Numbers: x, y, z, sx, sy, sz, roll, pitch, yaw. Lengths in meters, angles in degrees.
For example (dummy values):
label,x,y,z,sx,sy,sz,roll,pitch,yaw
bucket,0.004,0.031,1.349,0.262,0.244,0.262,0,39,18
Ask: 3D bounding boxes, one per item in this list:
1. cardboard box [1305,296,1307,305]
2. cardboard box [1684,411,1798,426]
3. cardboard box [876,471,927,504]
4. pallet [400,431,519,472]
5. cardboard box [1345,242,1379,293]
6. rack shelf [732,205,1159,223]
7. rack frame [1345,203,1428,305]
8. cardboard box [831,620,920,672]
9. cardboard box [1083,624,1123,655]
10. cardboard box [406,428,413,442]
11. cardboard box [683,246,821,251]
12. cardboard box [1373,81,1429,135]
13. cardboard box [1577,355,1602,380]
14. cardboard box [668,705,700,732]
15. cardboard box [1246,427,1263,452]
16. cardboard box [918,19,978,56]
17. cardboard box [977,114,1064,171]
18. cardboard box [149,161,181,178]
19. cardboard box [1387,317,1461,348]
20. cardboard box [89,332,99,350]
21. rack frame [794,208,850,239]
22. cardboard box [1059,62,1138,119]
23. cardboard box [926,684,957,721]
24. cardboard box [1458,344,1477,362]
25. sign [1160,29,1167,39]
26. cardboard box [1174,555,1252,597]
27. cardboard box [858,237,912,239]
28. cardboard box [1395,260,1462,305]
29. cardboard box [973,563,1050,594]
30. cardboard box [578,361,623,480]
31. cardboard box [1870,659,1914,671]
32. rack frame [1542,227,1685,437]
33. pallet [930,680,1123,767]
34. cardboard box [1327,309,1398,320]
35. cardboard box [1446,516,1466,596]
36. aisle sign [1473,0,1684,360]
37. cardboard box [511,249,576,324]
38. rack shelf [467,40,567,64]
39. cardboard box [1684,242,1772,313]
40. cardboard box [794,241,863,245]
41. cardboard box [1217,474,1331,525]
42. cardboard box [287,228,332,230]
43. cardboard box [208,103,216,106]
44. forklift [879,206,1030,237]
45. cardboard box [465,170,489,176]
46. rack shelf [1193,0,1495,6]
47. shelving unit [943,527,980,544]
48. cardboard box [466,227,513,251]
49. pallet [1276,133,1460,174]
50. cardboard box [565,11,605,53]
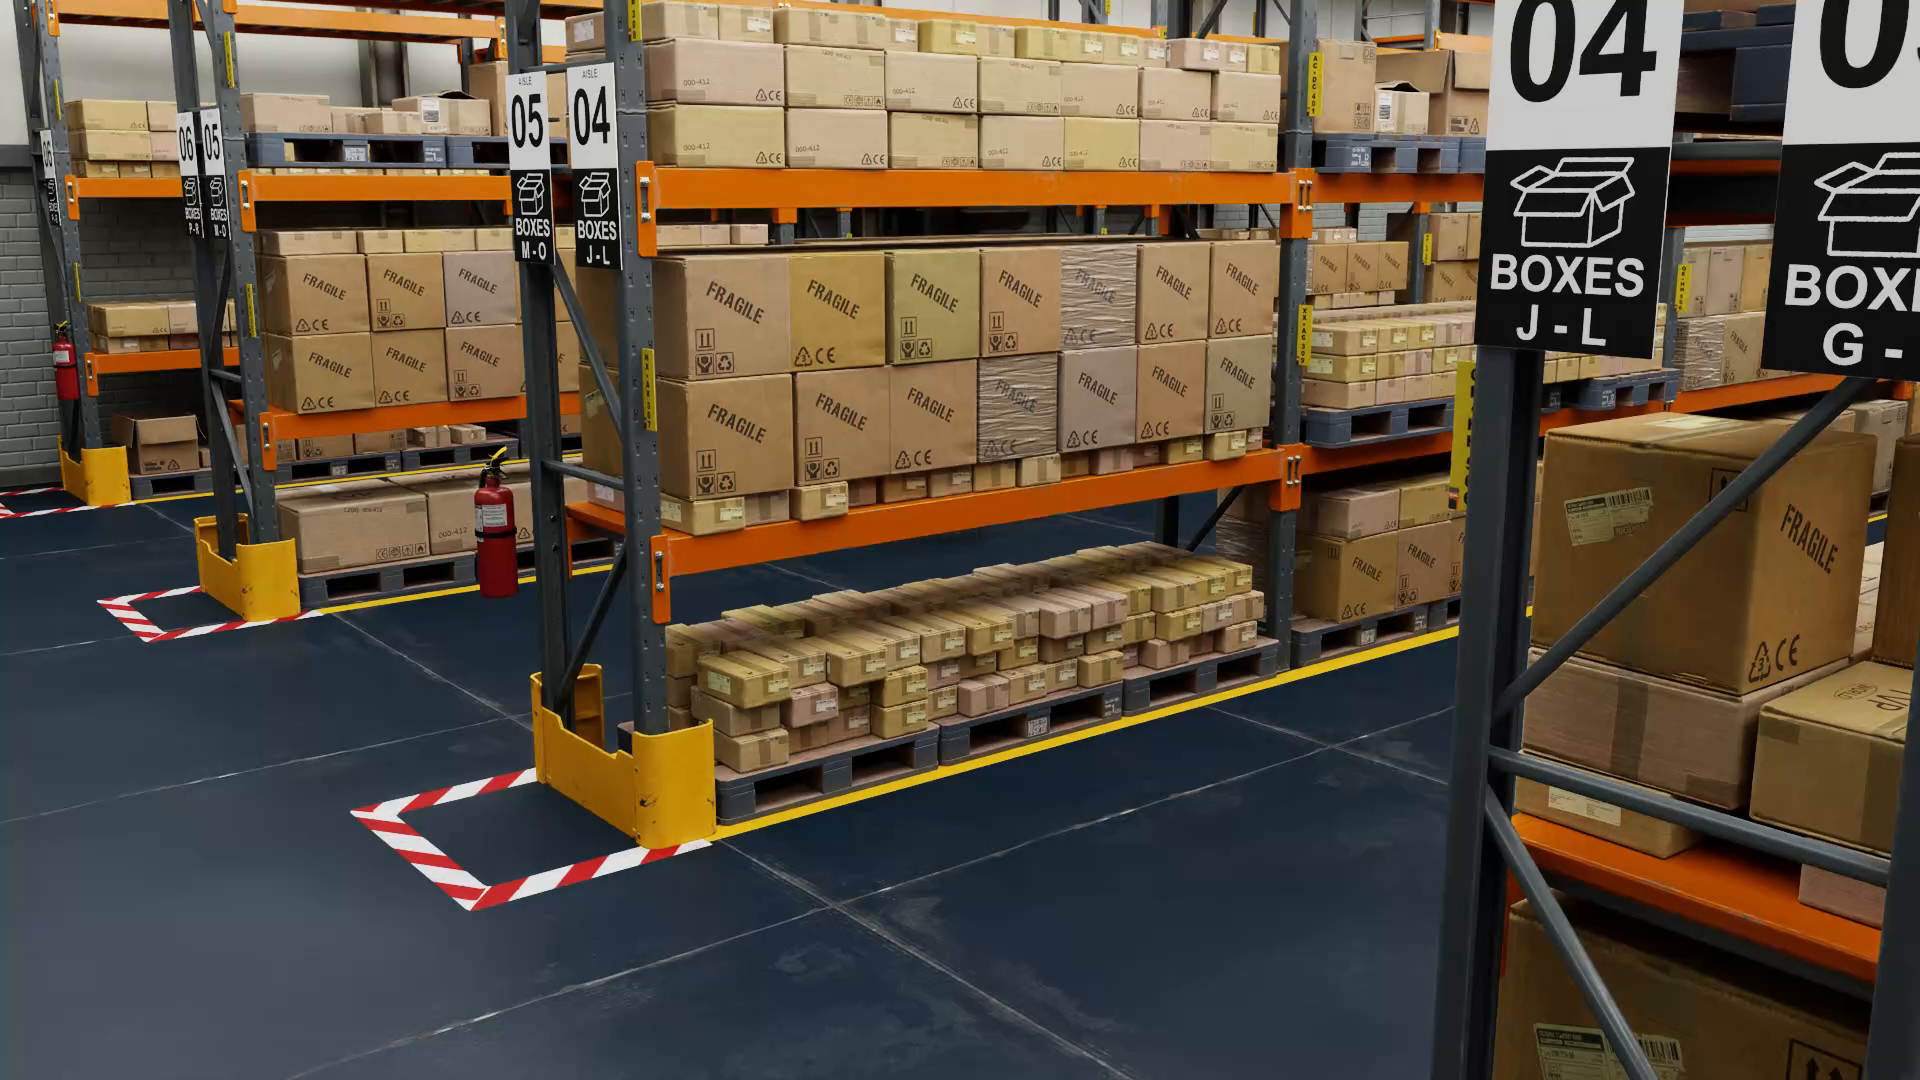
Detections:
label,x,y,z,sx,sy,sz,roll,pitch,yaw
cardboard box,3.309,-2.436,16.973,0.250,0.149,0.380,-10,16,-40
cardboard box,5.874,-0.587,13.078,0.750,0.750,1.050,-9,15,-37
cardboard box,-0.367,-0.285,7.853,0.250,0.149,0.380,-10,15,-38
pallet,-5.273,-0.926,16.982,1.213,0.211,1.003,-9,15,-38
cardboard box,4.010,-2.851,17.365,0.500,0.500,0.500,-9,15,-37
rack shelf,-0.071,-2.949,14.308,4.000,0.370,1.077,-9,15,-38
rack frame,4.614,-2.613,18.211,0.127,3.000,1.000,-9,15,-38
cardboard box,-0.405,0.507,7.941,0.250,0.149,0.380,-10,16,-40
cardboard box,0.645,0.479,8.788,0.250,0.149,0.380,-9,15,-36
cardboard box,-5.739,-1.086,16.876,0.250,0.149,0.380,-10,15,-38
cardboard box,-0.987,-1.115,7.793,0.500,0.500,0.500,-10,16,-40
cardboard box,2.357,-2.494,9.635,0.500,0.311,0.500,-10,15,-38
cardboard box,3.971,-1.151,10.920,0.250,0.149,0.380,-10,15,-38
cardboard box,-1.304,0.821,7.892,0.250,0.149,0.380,-9,15,-37
cardboard box,1.462,-0.587,9.276,0.250,0.149,0.380,-10,15,-38
cardboard box,-0.131,-2.259,7.520,0.250,0.149,0.380,-9,15,-36
cardboard box,0.143,-1.878,7.892,0.500,0.250,0.500,-10,15,-38
cardboard box,-7.066,-3.277,14.723,0.250,0.149,0.380,-9,15,-37
cardboard box,2.746,-1.237,9.894,0.250,0.149,0.380,-10,15,-38
cardboard box,-7.769,-1.824,15.101,0.250,0.149,0.380,-10,15,-38
rack frame,-1.613,-2.898,19.556,0.127,3.000,1.000,-9,15,-38
cardboard box,0.519,-2.188,8.148,0.500,0.250,0.500,-9,15,-35
cardboard box,-0.225,0.763,8.168,0.250,0.149,0.380,-9,15,-38
cardboard box,2.948,-1.126,10.088,0.250,0.149,0.380,-9,15,-35
sign,1.189,-2.787,9.619,0.005,0.325,0.100,-9,15,-38
cardboard box,1.423,0.202,9.378,0.250,0.149,0.380,-9,15,-36
cardboard box,-0.633,-2.342,14.290,0.500,0.500,0.500,-9,15,-36
cardboard box,5.132,-2.819,18.226,0.500,0.500,0.500,-9,15,-38
cardboard box,0.282,0.249,9.156,0.250,0.149,0.380,-9,15,-36
cardboard box,-1.395,-0.560,7.589,0.500,0.500,0.500,-9,15,-37
cardboard box,2.380,0.393,3.703,0.500,0.250,0.500,-10,15,-38
rack frame,4.662,-1.304,12.047,0.127,3.000,1.000,-9,15,-38
pallet,0.083,0.831,8.706,1.213,0.211,1.003,-9,15,-38
cardboard box,2.541,-1.376,10.548,0.250,0.149,0.380,-10,16,-39
cardboard box,3.094,0.041,10.723,0.500,0.500,0.500,-9,15,-37
aisle sign,1.191,-0.759,3.224,0.004,0.787,0.394,-9,15,-38
cardboard box,-3.018,-1.811,11.787,0.500,0.500,0.500,-9,15,-37
rack shelf,-3.175,-5.026,17.827,4.000,0.370,1.077,-9,15,-38
cardboard box,5.812,-2.031,12.825,0.500,0.500,0.700,-10,15,-39
cardboard box,-1.110,-2.123,13.257,0.500,0.500,0.500,-9,15,-37
cardboard box,1.962,-0.272,10.390,0.500,0.250,0.500,-10,16,-39
cardboard box,-4.418,-2.027,11.242,0.250,0.149,0.380,-9,15,-37
cardboard box,-6.564,-3.791,14.981,0.500,0.250,0.500,-10,15,-39
forklift,0.007,-2.254,16.687,3.031,2.935,1.130,-9,15,-38
cardboard box,-4.833,-3.629,16.381,0.250,0.149,0.380,-10,15,-38
rack shelf,3.100,-3.431,10.318,4.000,0.370,1.077,-9,15,-38
shelving unit,0.011,-0.589,13.013,0.189,1.200,0.258,-9,15,-38
cardboard box,-3.284,-2.078,11.483,0.250,0.149,0.380,-9,15,-37
pallet,2.087,-2.223,9.607,1.003,0.211,1.213,-9,15,-38
cardboard box,-1.509,-2.190,7.197,0.250,0.149,0.380,-10,15,-38
